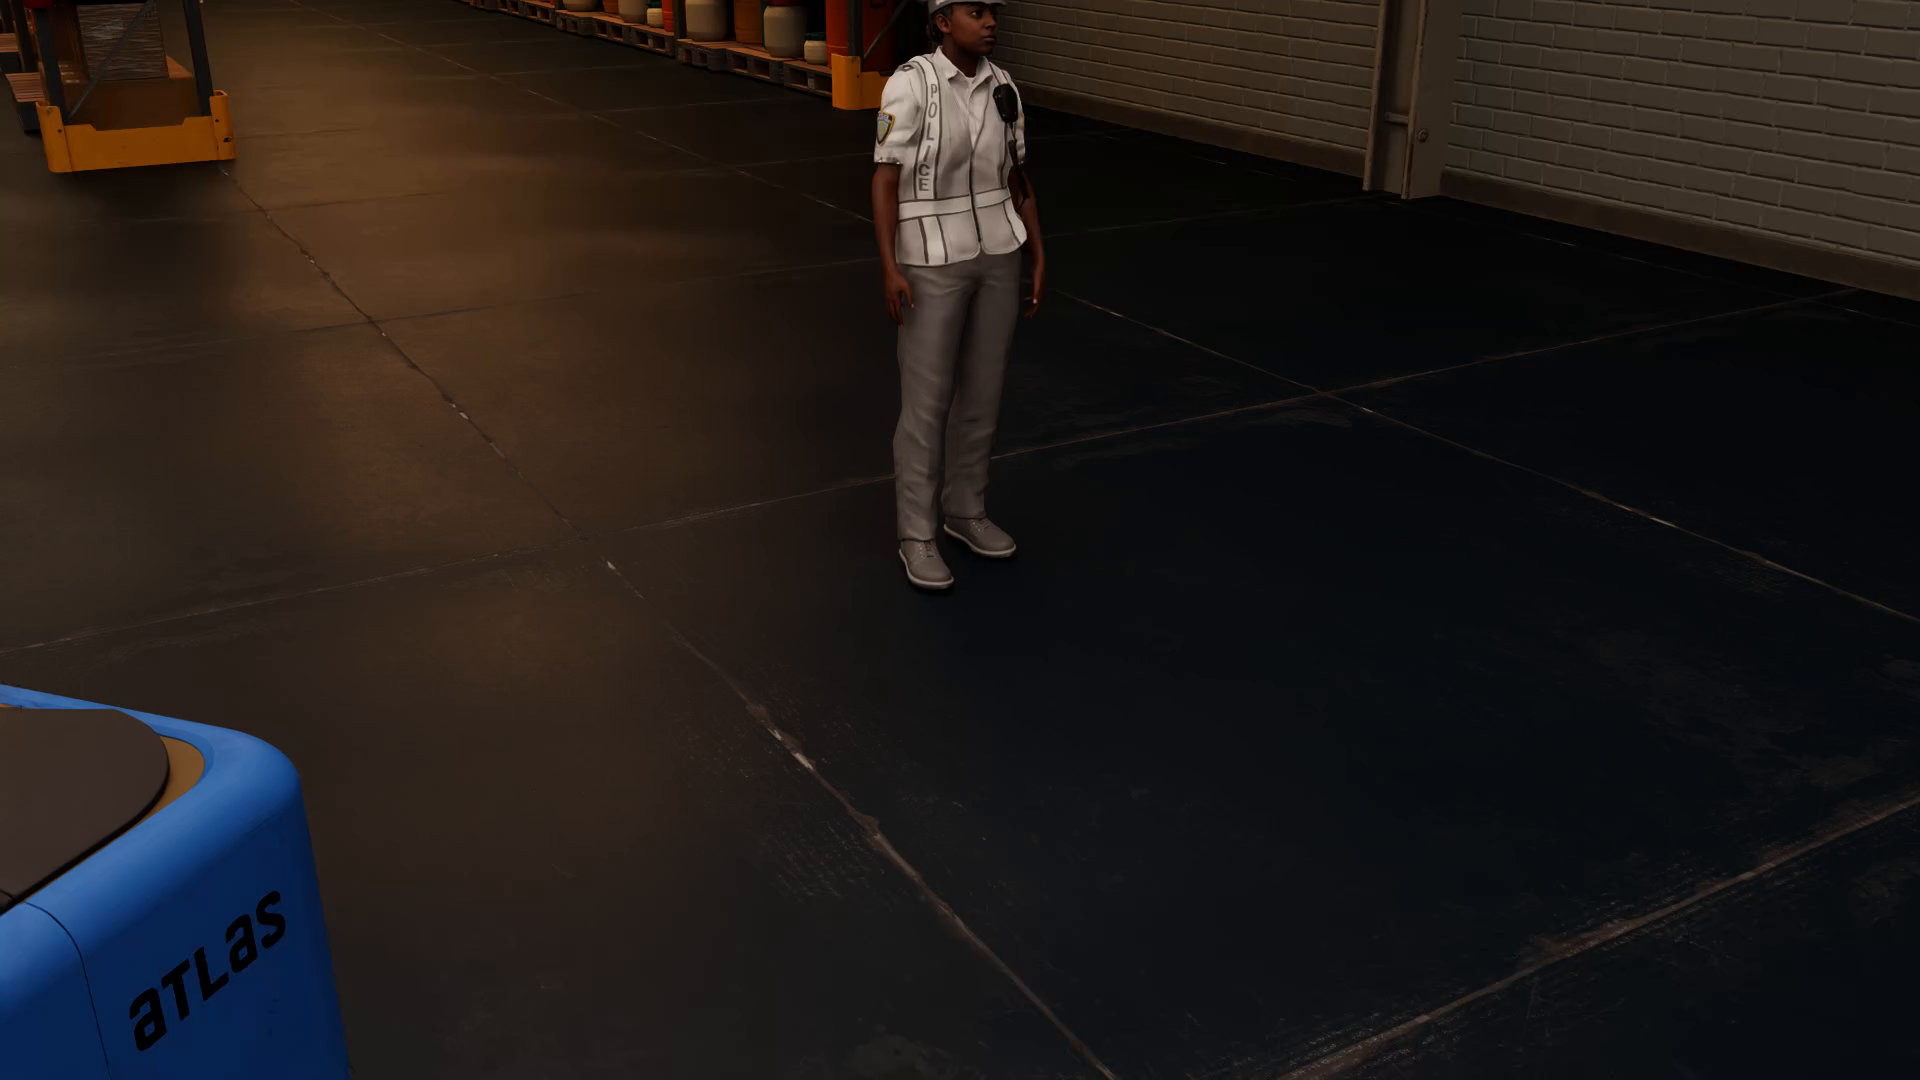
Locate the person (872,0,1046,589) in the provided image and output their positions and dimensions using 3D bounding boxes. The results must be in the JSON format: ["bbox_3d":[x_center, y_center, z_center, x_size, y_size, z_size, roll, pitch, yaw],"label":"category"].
[{"bbox_3d":[0.020,-0.761,4.741,0.569,1.693,0.528,-12,25,-28],"label":"person"}]
